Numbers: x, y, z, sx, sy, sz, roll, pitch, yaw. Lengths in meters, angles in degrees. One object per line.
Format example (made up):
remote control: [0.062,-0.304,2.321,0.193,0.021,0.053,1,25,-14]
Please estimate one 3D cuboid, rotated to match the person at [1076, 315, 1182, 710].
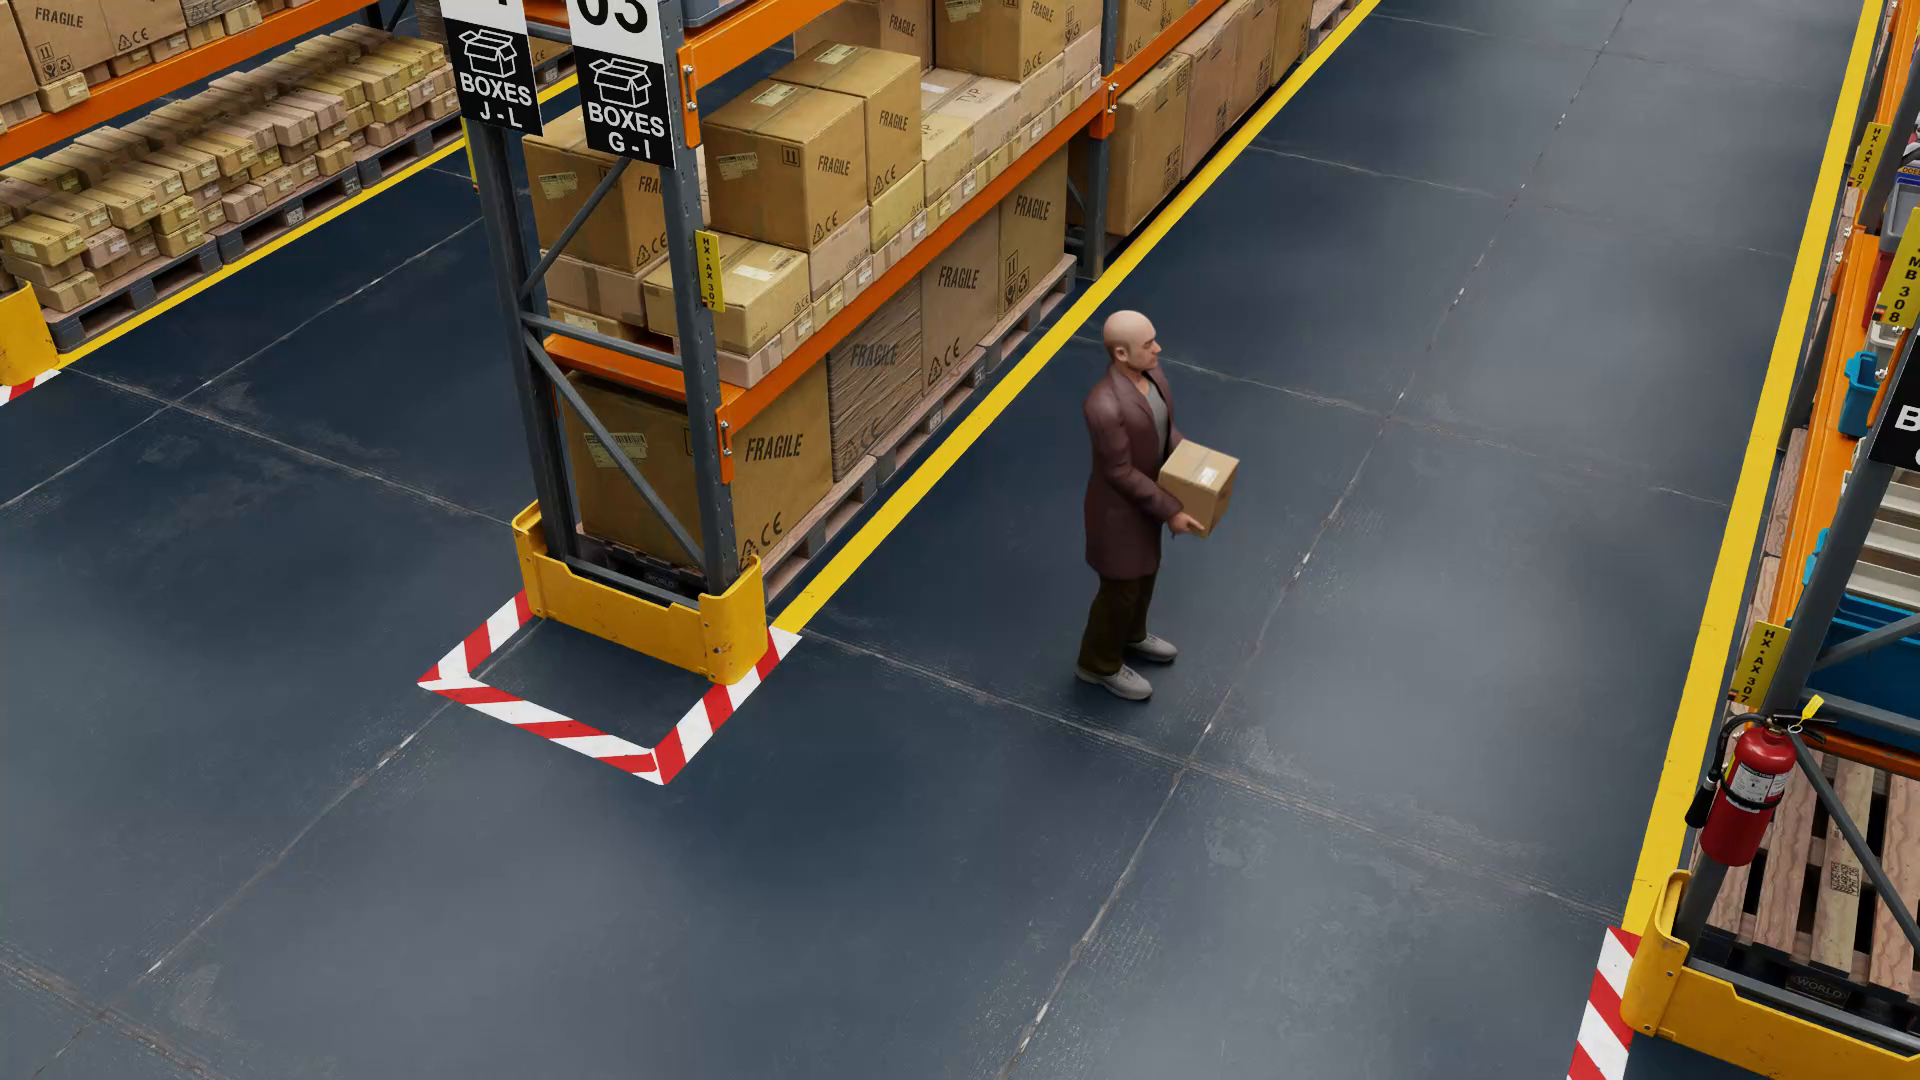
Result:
person: [0.726,-0.134,6.965,0.424,1.739,0.596,16,40,20]
